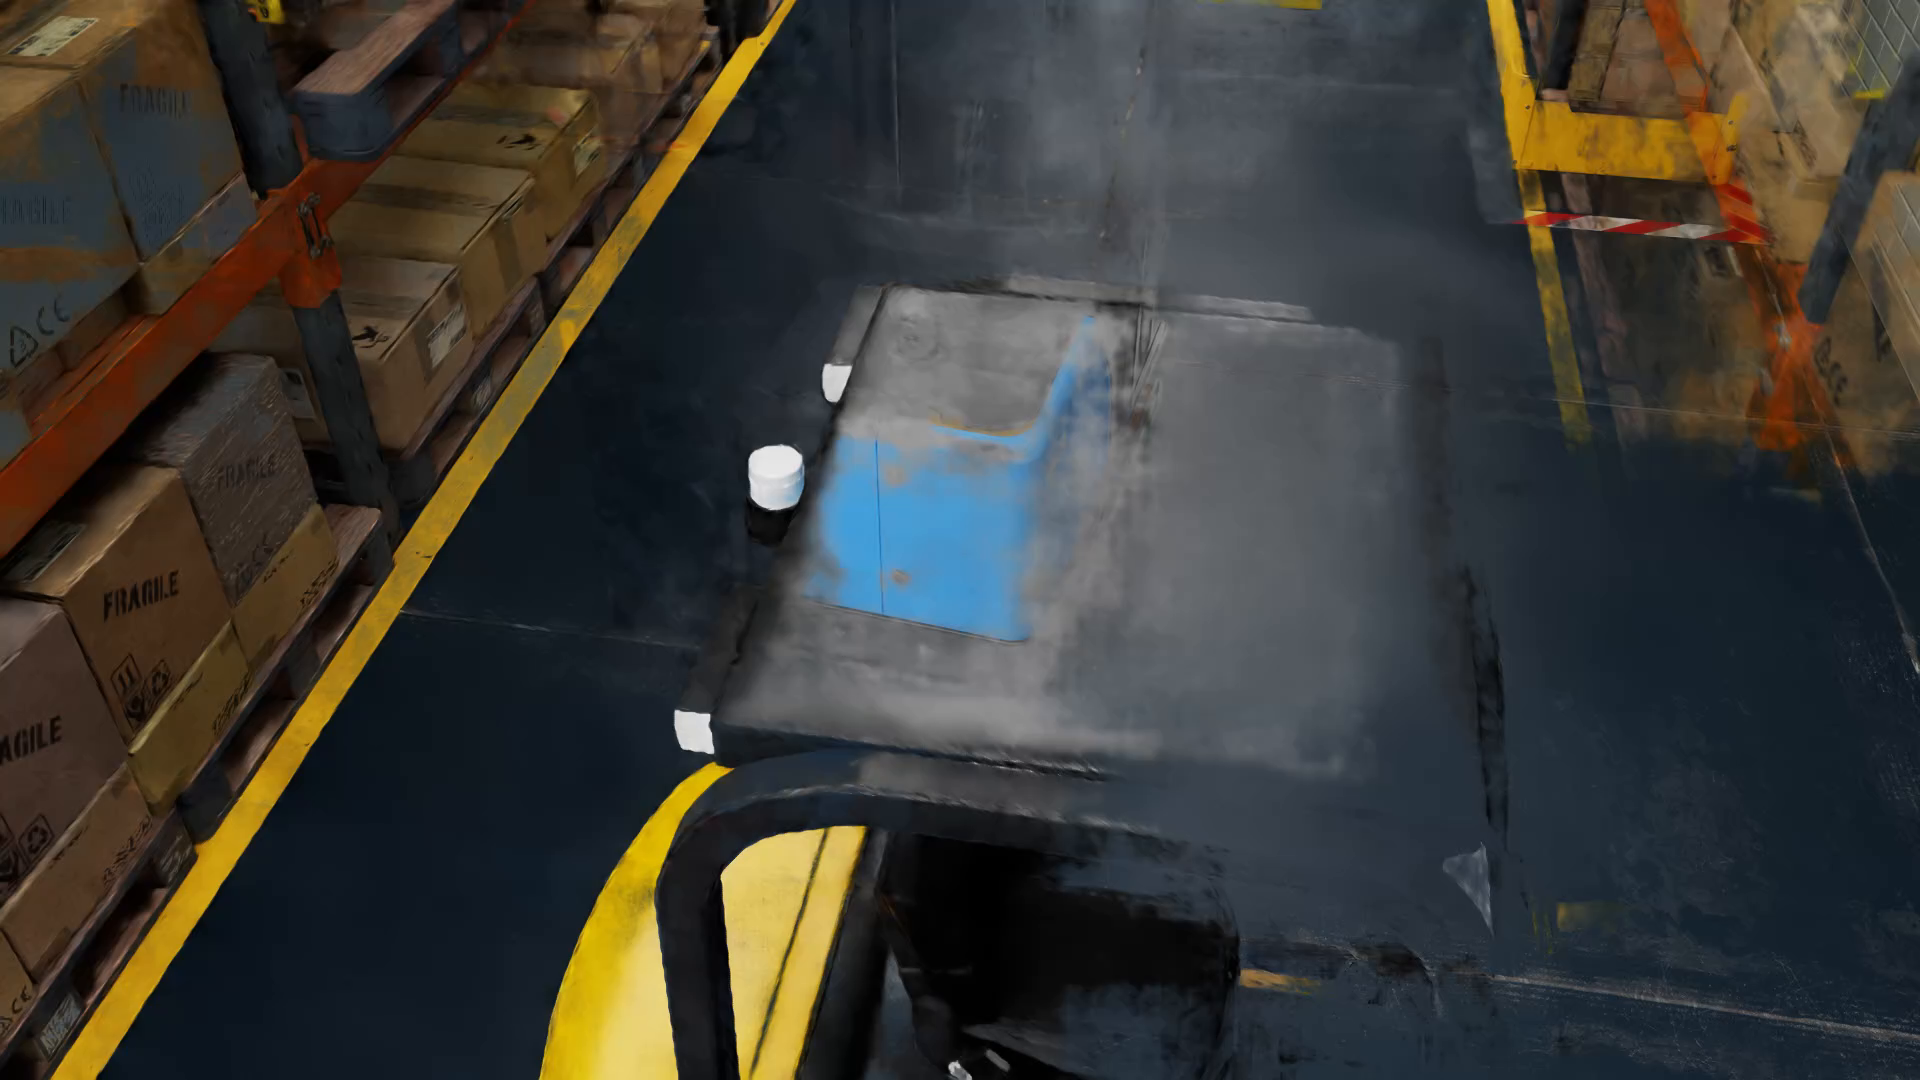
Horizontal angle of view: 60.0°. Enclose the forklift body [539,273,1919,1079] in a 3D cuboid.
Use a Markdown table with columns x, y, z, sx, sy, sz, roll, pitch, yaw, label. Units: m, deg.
| x | y | z | sx | sy | sz | roll | pitch | yaw | label |
| --- | --- | --- | --- | --- | --- | --- | --- | --- | --- |
| 1.893 | -4.200 | 9.642 | 2.313 | 2.155 | 1.214 | 6 | 40 | 8 | forklift body |
